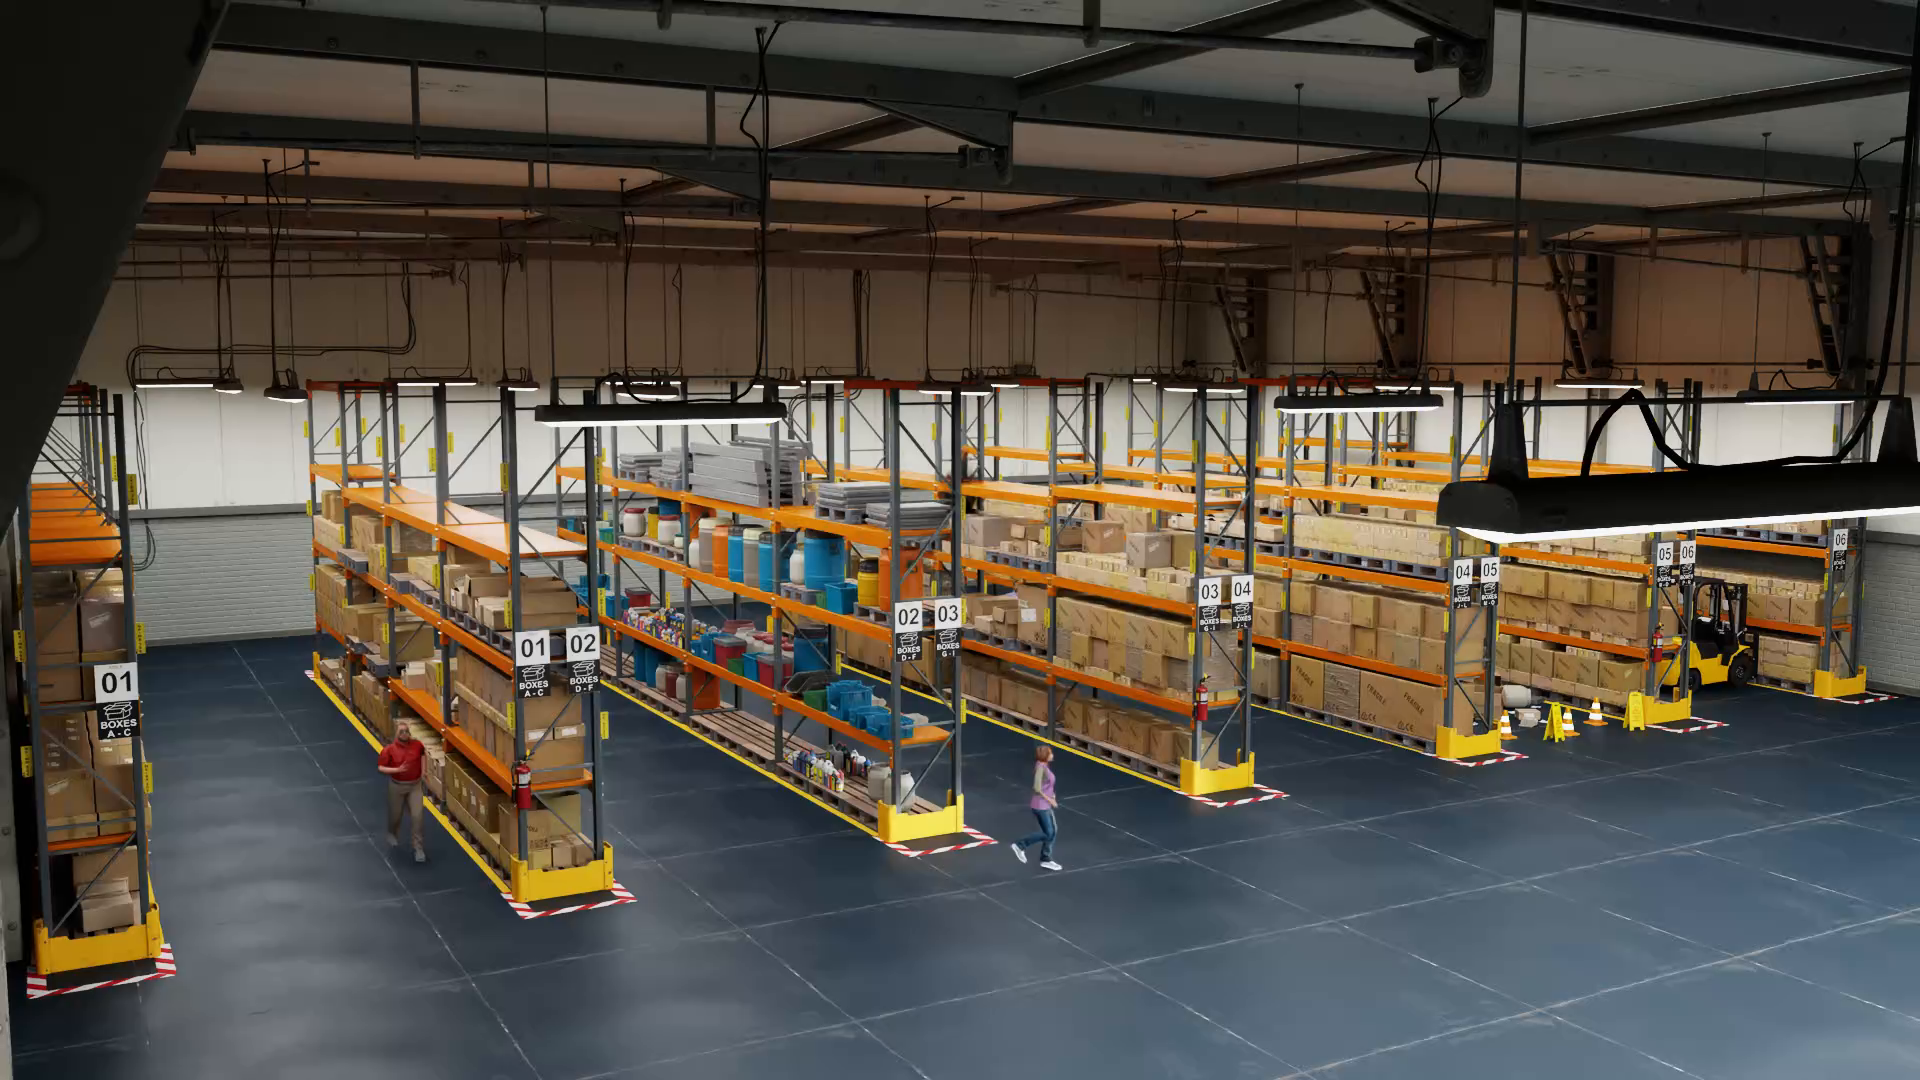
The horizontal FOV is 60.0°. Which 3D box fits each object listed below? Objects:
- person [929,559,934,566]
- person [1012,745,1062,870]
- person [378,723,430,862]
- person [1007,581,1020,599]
[{"bbox_3d":[-0.765,1.288,39.401,0.762,1.711,0.640,-3,7,-25],"label":"person"},{"bbox_3d":[0.973,3.346,20.858,0.620,1.586,0.565,1,6,6],"label":"person"},{"bbox_3d":[-7.111,3.189,21.314,0.662,1.715,0.987,-4,7,-31],"label":"person"},{"bbox_3d":[1.260,1.682,35.826,0.611,1.611,0.999,-3,7,-24],"label":"person"}]
